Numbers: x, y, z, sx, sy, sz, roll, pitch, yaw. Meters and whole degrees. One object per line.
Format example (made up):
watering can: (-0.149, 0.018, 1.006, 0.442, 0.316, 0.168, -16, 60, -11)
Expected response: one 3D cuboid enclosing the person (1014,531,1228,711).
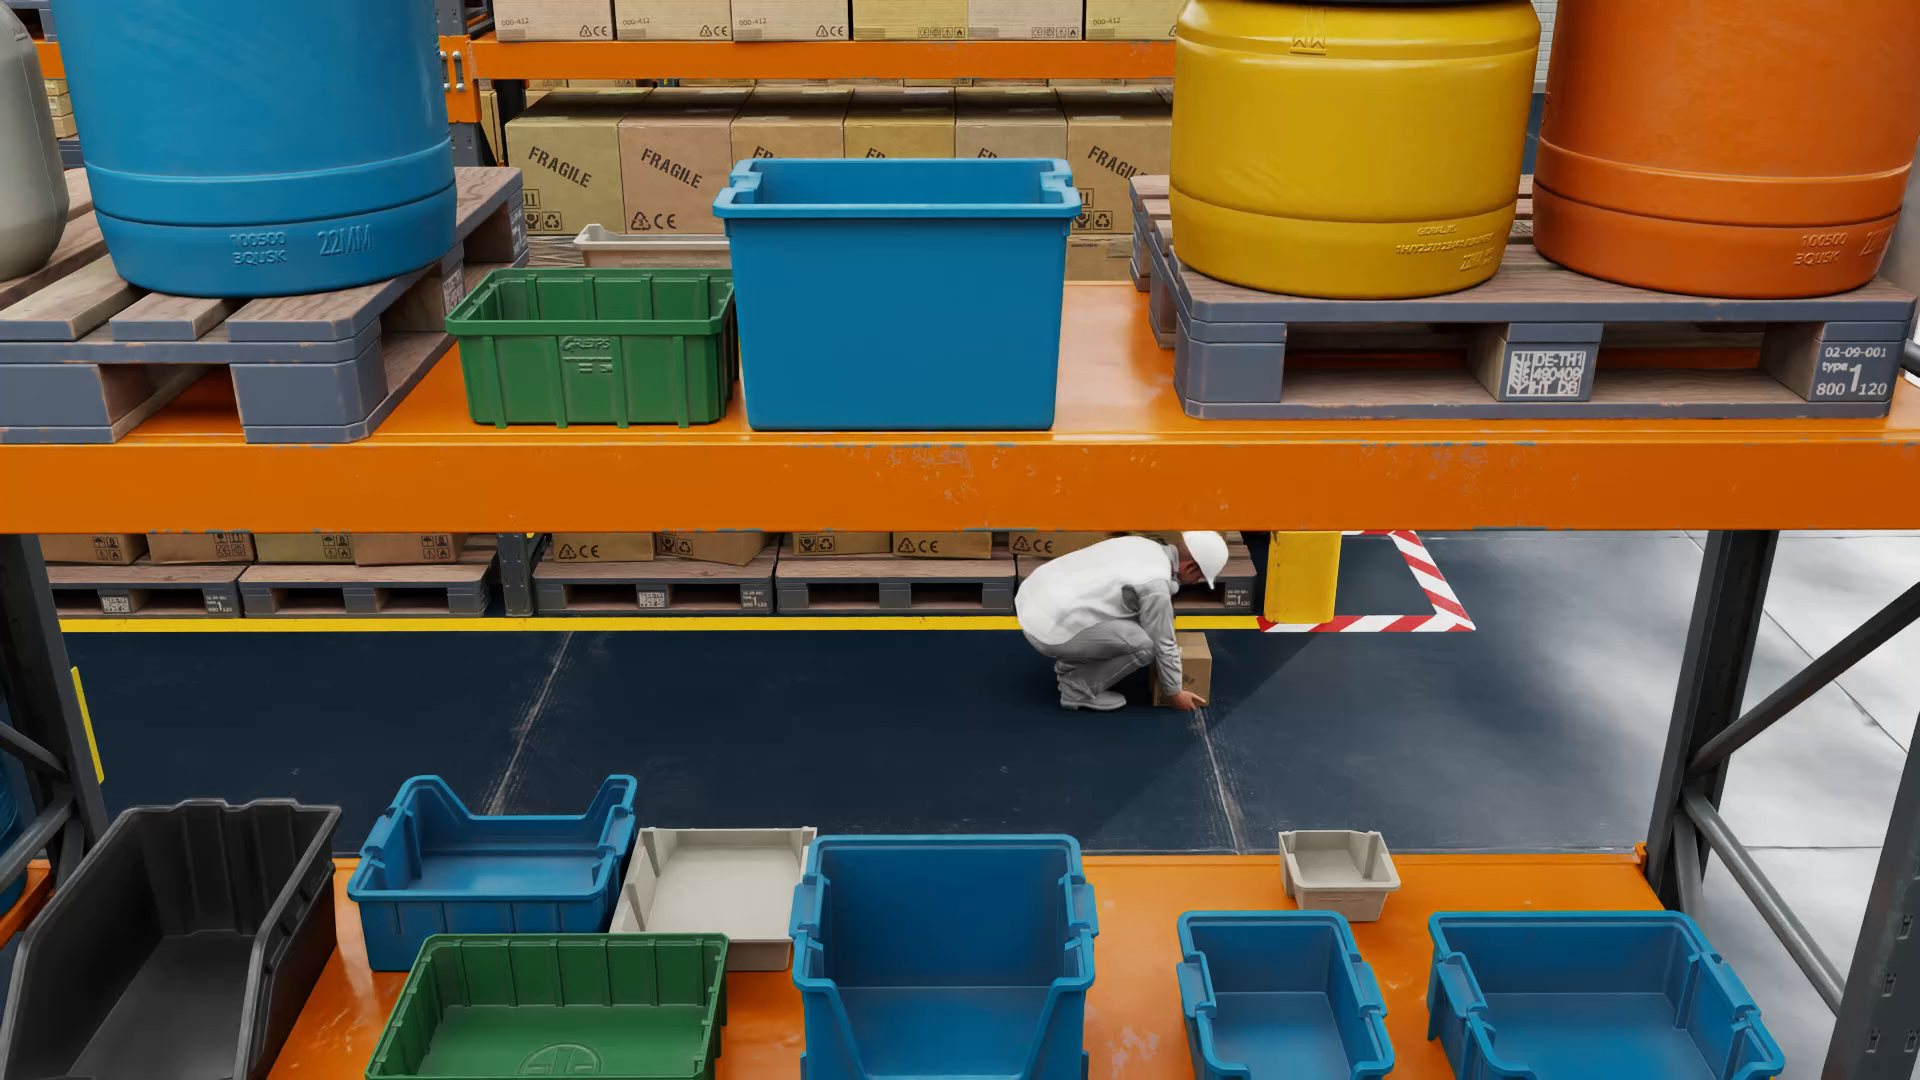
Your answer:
person: (0.727, 0.373, 7.536, 0.953, 0.862, 0.508, -1, 24, -2)
